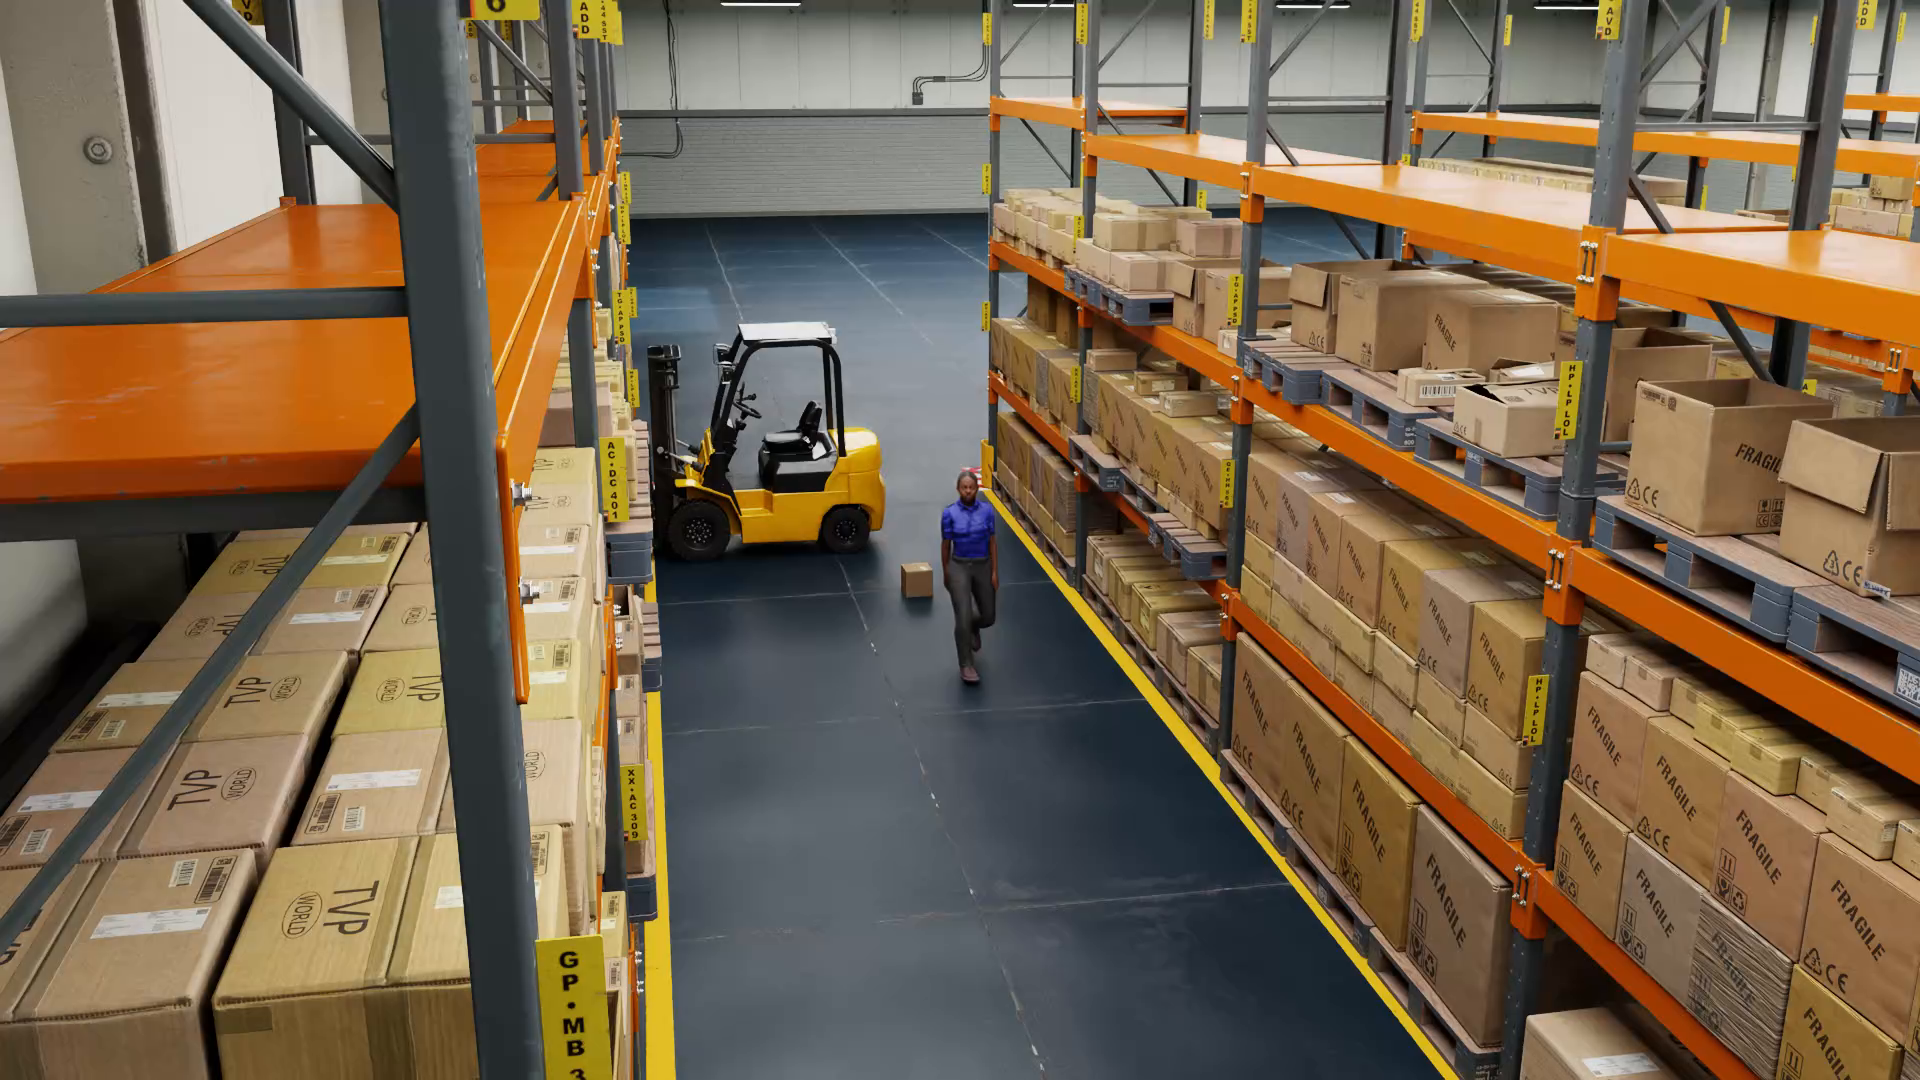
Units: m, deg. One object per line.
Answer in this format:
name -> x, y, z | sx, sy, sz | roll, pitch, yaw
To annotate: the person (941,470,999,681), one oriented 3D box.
person -> 0.069, 0.240, 13.169 | 0.445, 1.628, 0.736 | -4, 17, -14
